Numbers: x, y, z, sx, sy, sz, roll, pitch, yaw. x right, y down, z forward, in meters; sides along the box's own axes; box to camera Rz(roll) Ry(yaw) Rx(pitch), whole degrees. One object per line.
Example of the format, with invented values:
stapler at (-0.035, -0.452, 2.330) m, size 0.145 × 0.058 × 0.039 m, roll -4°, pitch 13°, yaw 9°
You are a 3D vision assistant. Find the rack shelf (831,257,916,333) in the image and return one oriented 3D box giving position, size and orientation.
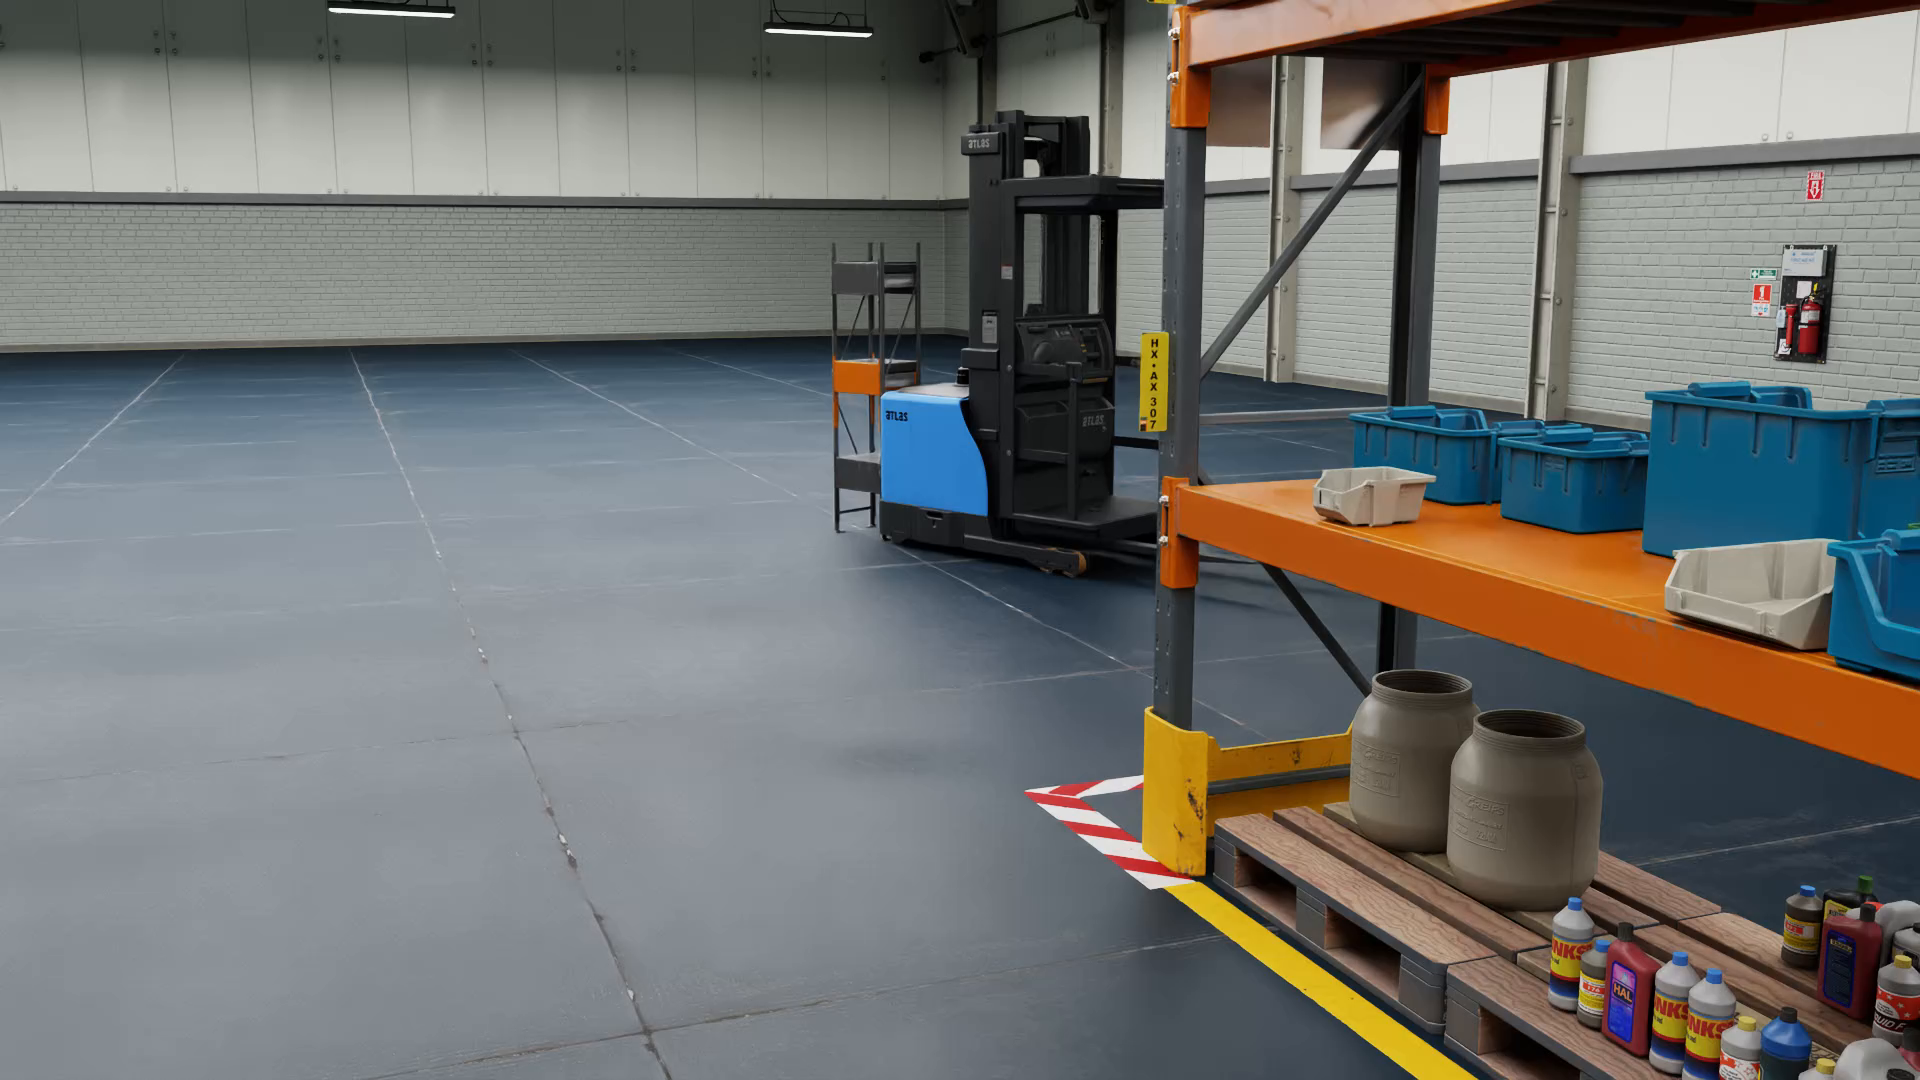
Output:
rack shelf at (-0.601, -1.759, 11.894) m, size 0.480 × 0.518 × 0.431 m, roll 9°, pitch 14°, yaw 42°

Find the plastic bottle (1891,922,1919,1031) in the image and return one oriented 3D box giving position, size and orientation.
plastic bottle at (2.346, 1.043, 4.015) m, size 0.152 × 0.276 × 0.135 m, roll -4°, pitch 11°, yaw -22°

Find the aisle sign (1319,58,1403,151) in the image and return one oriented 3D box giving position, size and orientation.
aisle sign at (1.407, -1.730, 5.657) m, size 0.394 × 0.787 × 0.004 m, roll -4°, pitch 11°, yaw -21°

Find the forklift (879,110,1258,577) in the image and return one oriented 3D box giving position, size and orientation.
forklift at (0.856, -1.309, 10.911) m, size 3.031 × 2.935 × 1.130 m, roll 9°, pitch 14°, yaw 42°

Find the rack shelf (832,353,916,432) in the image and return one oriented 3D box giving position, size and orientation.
rack shelf at (-0.601, -1.070, 12.016) m, size 0.480 × 0.518 × 0.431 m, roll 9°, pitch 14°, yaw 42°

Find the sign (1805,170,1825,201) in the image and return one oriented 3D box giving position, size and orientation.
sign at (8.505, -3.523, 16.540) m, size 0.001 × 0.298 × 0.199 m, roll -4°, pitch 11°, yaw -21°

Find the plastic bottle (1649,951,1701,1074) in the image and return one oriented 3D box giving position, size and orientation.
plastic bottle at (1.647, 1.079, 3.823) m, size 0.097 × 0.271 × 0.097 m, roll 0°, pitch 10°, yaw 0°

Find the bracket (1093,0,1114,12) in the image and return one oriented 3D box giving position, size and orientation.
bracket at (2.572, -9.542, 29.588) m, size 0.235 × 0.232 × 0.430 m, roll -4°, pitch 11°, yaw -21°

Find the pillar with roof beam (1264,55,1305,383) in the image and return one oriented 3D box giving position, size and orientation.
pillar with roof beam at (0.914, -6.607, 23.369) m, size 9.100 × 9.000 × 0.400 m, roll -4°, pitch 11°, yaw -21°

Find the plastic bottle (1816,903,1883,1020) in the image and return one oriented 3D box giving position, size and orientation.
plastic bottle at (2.197, 1.023, 4.103) m, size 0.061 × 0.283 × 0.133 m, roll -4°, pitch 11°, yaw -21°

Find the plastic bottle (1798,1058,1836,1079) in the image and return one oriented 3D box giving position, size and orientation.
plastic bottle at (1.793, 1.180, 3.458) m, size 0.097 × 0.201 × 0.097 m, roll 0°, pitch 10°, yaw 0°

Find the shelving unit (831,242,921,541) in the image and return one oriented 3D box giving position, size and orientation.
shelving unit at (-0.601, -1.083, 12.014) m, size 0.503 × 2.100 × 0.431 m, roll 9°, pitch 14°, yaw 42°

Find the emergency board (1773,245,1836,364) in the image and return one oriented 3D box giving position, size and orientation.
emergency board at (8.415, -2.374, 16.700) m, size 0.194 × 1.169 × 0.643 m, roll -4°, pitch 11°, yaw -21°

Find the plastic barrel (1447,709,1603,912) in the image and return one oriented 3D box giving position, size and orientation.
plastic barrel at (1.647, 0.783, 4.857) m, size 0.421 × 0.512 × 0.421 m, roll 0°, pitch 10°, yaw 0°

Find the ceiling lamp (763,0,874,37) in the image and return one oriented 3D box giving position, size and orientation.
ceiling lamp at (-2.645, -10.767, 30.090) m, size 2.000 × 3.185 × 0.800 m, roll -4°, pitch 11°, yaw -21°

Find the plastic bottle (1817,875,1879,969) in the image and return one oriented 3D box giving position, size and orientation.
plastic bottle at (2.289, 0.991, 4.282) m, size 0.061 × 0.283 × 0.133 m, roll -4°, pitch 11°, yaw -20°

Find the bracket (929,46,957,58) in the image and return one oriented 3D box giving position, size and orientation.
bracket at (-0.548, -10.947, 37.488) m, size 0.076 × 0.066 × 3.189 m, roll -4°, pitch 11°, yaw -21°

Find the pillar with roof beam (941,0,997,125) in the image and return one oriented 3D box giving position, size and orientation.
pillar with roof beam at (-3.434, -8.566, 34.381) m, size 9.100 × 9.000 × 0.548 m, roll -4°, pitch 11°, yaw -21°

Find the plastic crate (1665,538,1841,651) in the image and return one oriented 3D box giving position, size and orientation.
plastic crate at (1.781, 0.114, 3.465) m, size 0.530 × 0.136 × 0.437 m, roll -4°, pitch 11°, yaw -21°

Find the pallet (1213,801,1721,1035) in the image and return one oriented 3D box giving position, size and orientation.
pallet at (1.517, 1.096, 5.156) m, size 1.003 × 0.211 × 1.213 m, roll -4°, pitch 11°, yaw -21°

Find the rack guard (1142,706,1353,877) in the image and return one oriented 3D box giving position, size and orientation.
rack guard at (1.227, 0.821, 5.878) m, size 1.175 × 0.500 × 0.348 m, roll -4°, pitch 11°, yaw -21°

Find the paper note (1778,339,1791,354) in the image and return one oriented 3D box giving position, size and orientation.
paper note at (8.415, -1.973, 16.964) m, size 0.016 × 0.148 × 0.142 m, roll -4°, pitch 11°, yaw -21°

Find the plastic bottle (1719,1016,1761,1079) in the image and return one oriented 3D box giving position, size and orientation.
plastic bottle at (1.719, 1.146, 3.647) m, size 0.097 × 0.201 × 0.097 m, roll 0°, pitch 10°, yaw 0°

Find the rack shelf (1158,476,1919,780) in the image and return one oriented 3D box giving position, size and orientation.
rack shelf at (1.881, 0.261, 3.940) m, size 1.077 × 0.370 × 4.000 m, roll -4°, pitch 11°, yaw -21°

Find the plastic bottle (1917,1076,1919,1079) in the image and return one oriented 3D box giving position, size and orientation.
plastic bottle at (1.917, 1.150, 3.196) m, size 0.144 × 0.351 × 0.185 m, roll -4°, pitch 11°, yaw -21°

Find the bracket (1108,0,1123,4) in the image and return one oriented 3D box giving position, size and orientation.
bracket at (3.506, -9.121, 27.224) m, size 0.076 × 0.066 × 4.783 m, roll -4°, pitch 11°, yaw -21°

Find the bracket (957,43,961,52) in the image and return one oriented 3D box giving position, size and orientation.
bracket at (0.097, -10.656, 35.856) m, size 0.235 × 0.232 × 0.430 m, roll -4°, pitch 11°, yaw -21°

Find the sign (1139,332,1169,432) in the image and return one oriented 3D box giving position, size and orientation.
sign at (0.641, -0.521, 5.496) m, size 0.100 × 0.325 × 0.005 m, roll -4°, pitch 11°, yaw -21°

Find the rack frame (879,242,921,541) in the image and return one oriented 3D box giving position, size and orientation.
rack frame at (-0.421, -1.054, 11.851) m, size 0.015 × 2.100 × 0.400 m, roll 9°, pitch 14°, yaw 42°

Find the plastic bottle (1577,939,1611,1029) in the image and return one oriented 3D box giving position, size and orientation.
plastic bottle at (1.560, 1.074, 4.049) m, size 0.097 × 0.201 × 0.097 m, roll 0°, pitch 10°, yaw 0°

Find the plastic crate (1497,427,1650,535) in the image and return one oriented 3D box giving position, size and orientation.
plastic crate at (1.846, -0.177, 4.775) m, size 0.499 × 0.251 × 0.408 m, roll -4°, pitch 11°, yaw -21°

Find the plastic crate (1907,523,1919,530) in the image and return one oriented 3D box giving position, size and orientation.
plastic crate at (2.376, 0.098, 3.407) m, size 0.450 × 0.188 × 0.662 m, roll -4°, pitch 11°, yaw -21°

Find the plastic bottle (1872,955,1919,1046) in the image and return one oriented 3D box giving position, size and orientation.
plastic bottle at (2.236, 1.090, 3.960) m, size 0.097 × 0.201 × 0.097 m, roll 0°, pitch 10°, yaw 0°
